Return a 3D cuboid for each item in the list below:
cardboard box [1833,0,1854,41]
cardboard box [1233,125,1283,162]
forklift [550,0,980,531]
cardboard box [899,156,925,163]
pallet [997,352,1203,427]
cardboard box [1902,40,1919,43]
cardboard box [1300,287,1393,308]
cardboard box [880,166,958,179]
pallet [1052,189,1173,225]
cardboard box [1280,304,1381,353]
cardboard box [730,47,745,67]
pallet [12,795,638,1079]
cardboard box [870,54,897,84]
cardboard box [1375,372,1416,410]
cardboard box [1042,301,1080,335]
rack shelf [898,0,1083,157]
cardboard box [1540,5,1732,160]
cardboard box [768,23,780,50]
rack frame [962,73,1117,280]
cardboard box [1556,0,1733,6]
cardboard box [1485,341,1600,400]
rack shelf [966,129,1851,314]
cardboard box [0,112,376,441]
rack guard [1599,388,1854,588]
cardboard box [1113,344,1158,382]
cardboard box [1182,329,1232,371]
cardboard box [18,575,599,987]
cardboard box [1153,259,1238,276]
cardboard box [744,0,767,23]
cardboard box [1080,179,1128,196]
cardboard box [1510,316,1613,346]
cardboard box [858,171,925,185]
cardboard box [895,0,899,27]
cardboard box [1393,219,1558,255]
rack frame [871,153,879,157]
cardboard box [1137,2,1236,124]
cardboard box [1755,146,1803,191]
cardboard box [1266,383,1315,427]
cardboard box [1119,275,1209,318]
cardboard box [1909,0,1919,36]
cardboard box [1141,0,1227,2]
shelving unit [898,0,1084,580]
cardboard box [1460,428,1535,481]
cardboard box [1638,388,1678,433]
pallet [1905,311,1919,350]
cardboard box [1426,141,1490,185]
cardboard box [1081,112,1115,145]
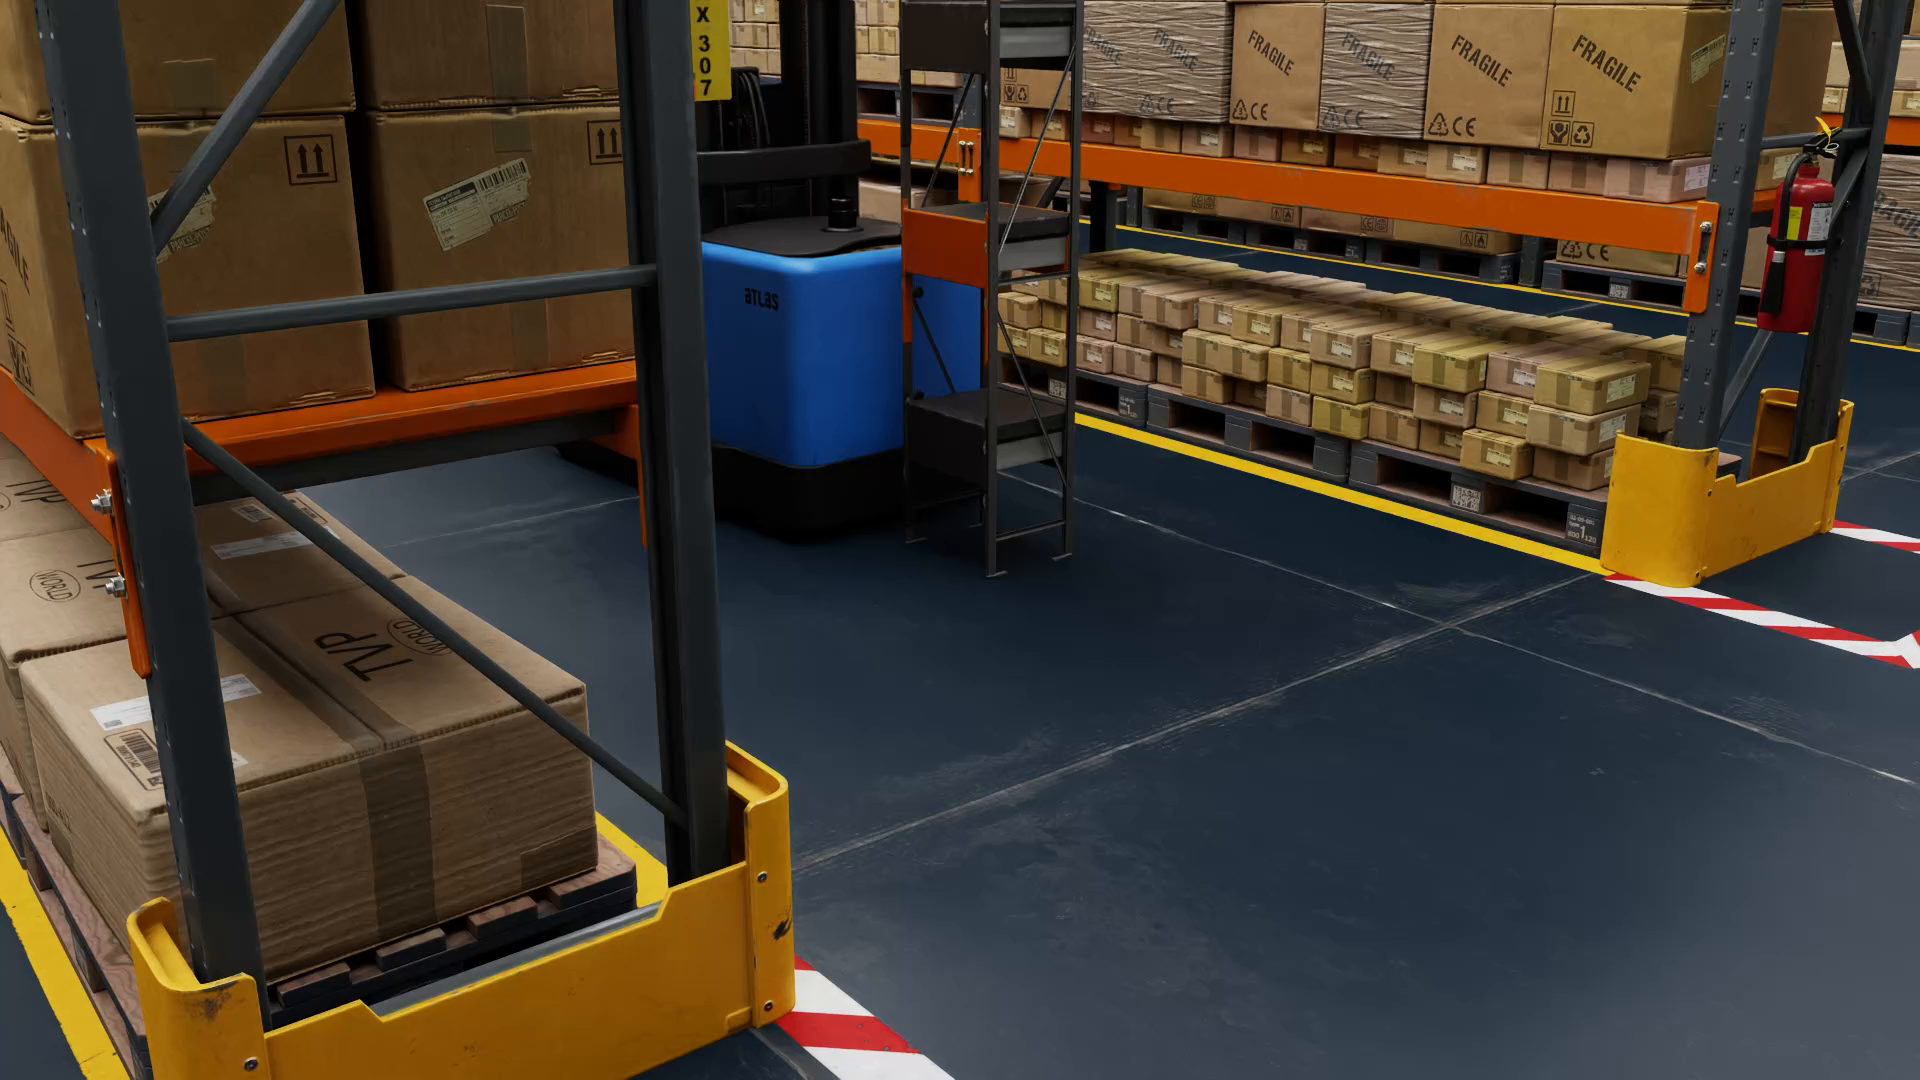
[{"bbox_3d":[5.114,-3.320,10.188,0.500,0.500,0.500,-15,23,-38],"label":"cardboard box"},{"bbox_3d":[1.417,-1.744,7.256,0.380,0.149,0.250,-13,22,-34],"label":"cardboard box"},{"bbox_3d":[-1.203,-1.815,7.181,1.130,2.935,3.031,-16,24,-39],"label":"forklift"},{"bbox_3d":[-0.213,-4.150,17.399,0.700,0.500,0.500,-16,24,-40],"label":"cardboard box"},{"bbox_3d":[0.884,-0.886,8.703,1.003,0.211,1.213,-14,23,-36],"label":"pallet"},{"bbox_3d":[5.822,-2.946,10.253,0.500,0.250,0.500,-15,23,-37],"label":"cardboard box"},{"bbox_3d":[1.800,-1.070,7.744,0.380,0.149,0.250,-14,23,-36],"label":"cardboard box"},{"bbox_3d":[-0.145,-2.102,10.053,0.500,0.250,0.500,-13,22,-35],"label":"cardboard box"},{"bbox_3d":[1.423,-3.166,15.589,1.003,0.211,1.213,-14,23,-36],"label":"pallet"},{"bbox_3d":[1.626,-0.923,7.297,0.380,0.149,0.250,-15,23,-38],"label":"cardboard box"},{"bbox_3d":[-1.254,-3.021,10.445,0.380,0.149,0.250,-13,22,-34],"label":"cardboard box"},{"bbox_3d":[-1.452,0.750,3.761,1.003,0.211,1.213,-14,23,-36],"label":"pallet"},{"bbox_3d":[-0.277,-2.634,9.275,0.380,0.149,0.250,-14,23,-36],"label":"cardboard box"},{"bbox_3d":[1.961,-0.658,6.973,0.380,0.149,0.250,-14,23,-37],"label":"cardboard box"},{"bbox_3d":[0.641,-1.159,8.485,0.380,0.149,0.250,-14,23,-36],"label":"cardboard box"},{"bbox_3d":[0.103,-1.608,5.693,0.431,0.518,0.480,-14,23,-36],"label":"rack shelf"},{"bbox_3d":[2.442,-1.632,5.887,0.500,0.500,0.500,-13,23,-35],"label":"cardboard box"},{"bbox_3d":[-0.930,-3.034,10.013,0.380,0.149,0.250,-13,22,-34],"label":"cardboard box"},{"bbox_3d":[0.439,-2.369,8.744,1.000,3.000,0.127,-14,23,-36],"label":"rack frame"},{"bbox_3d":[2.444,-2.110,5.741,0.500,0.500,0.500,-15,23,-37],"label":"cardboard box"},{"bbox_3d":[2.285,-0.665,6.521,0.380,0.149,0.250,-13,23,-35],"label":"cardboard box"},{"bbox_3d":[1.681,-1.534,7.368,1.077,0.370,4.000,-14,23,-36],"label":"rack shelf"},{"bbox_3d":[-1.402,-0.507,2.961,0.500,0.500,0.500,-14,23,-36],"label":"cardboard box"},{"bbox_3d":[2.876,-0.215,6.216,1.175,0.500,0.348,-14,23,-36],"label":"rack guard"},{"bbox_3d":[0.971,-0.893,8.154,0.380,0.149,0.250,-15,23,-37],"label":"cardboard box"},{"bbox_3d":[1.245,-0.892,7.679,0.380,0.149,0.250,-14,23,-37],"label":"cardboard box"},{"bbox_3d":[-1.383,0.482,3.543,0.875,0.438,0.875,-15,23,-38],"label":"cardboard box"},{"bbox_3d":[1.214,-1.345,8.573,0.380,0.149,0.250,-14,23,-37],"label":"cardboard box"},{"bbox_3d":[-1.092,-3.241,10.165,0.380,0.149,0.250,-13,22,-34],"label":"cardboard box"},{"bbox_3d":[1.475,-3.481,15.379,0.700,0.500,0.500,-16,24,-39],"label":"cardboard box"},{"bbox_3d":[2.542,-0.838,7.043,0.380,0.149,0.250,-14,23,-36],"label":"cardboard box"},{"bbox_3d":[-0.530,-2.001,9.748,0.500,0.250,0.500,-13,22,-34],"label":"cardboard box"},{"bbox_3d":[-0.130,-2.858,9.007,0.380,0.149,0.250,-15,23,-38],"label":"cardboard box"},{"bbox_3d":[3.977,-2.656,12.324,1.225,0.875,0.875,-14,23,-36],"label":"cardboard box"},{"bbox_3d":[-0.577,-5.283,17.545,1.000,3.000,0.127,-14,23,-36],"label":"rack frame"},{"bbox_3d":[1.147,-2.134,7.404,0.500,0.500,0.500,-15,23,-37],"label":"cardboard box"},{"bbox_3d":[2.979,-1.407,6.241,0.380,0.149,0.250,-14,23,-37],"label":"cardboard box"},{"bbox_3d":[1.572,-0.624,7.341,0.380,0.149,0.250,-13,23,-35],"label":"cardboard box"},{"bbox_3d":[0.991,-1.180,8.074,0.380,0.149,0.250,-15,23,-38],"label":"cardboard box"},{"bbox_3d":[11.013,-5.914,18.625,0.500,0.500,0.700,13,23,35],"label":"cardboard box"},{"bbox_3d":[1.151,-2.618,7.275,0.500,0.500,0.500,-14,23,-35],"label":"cardboard box"},{"bbox_3d":[0.103,-0.956,5.909,0.431,2.100,0.503,-14,23,-36],"label":"shelving unit"},{"bbox_3d":[2.194,-0.361,6.550,0.380,0.149,0.250,-13,22,-34],"label":"cardboard box"},{"bbox_3d":[2.799,-0.549,6.644,0.380,0.149,0.250,-13,22,-34],"label":"cardboard box"},{"bbox_3d":[6.316,-1.184,9.602,1.003,0.211,1.213,-14,23,-36],"label":"pallet"},{"bbox_3d":[2.030,-1.475,6.444,0.380,0.149,0.250,-13,22,-35],"label":"cardboard box"},{"bbox_3d":[0.784,-2.011,8.063,0.380,0.149,0.250,-15,24,-38],"label":"cardboard box"}]
